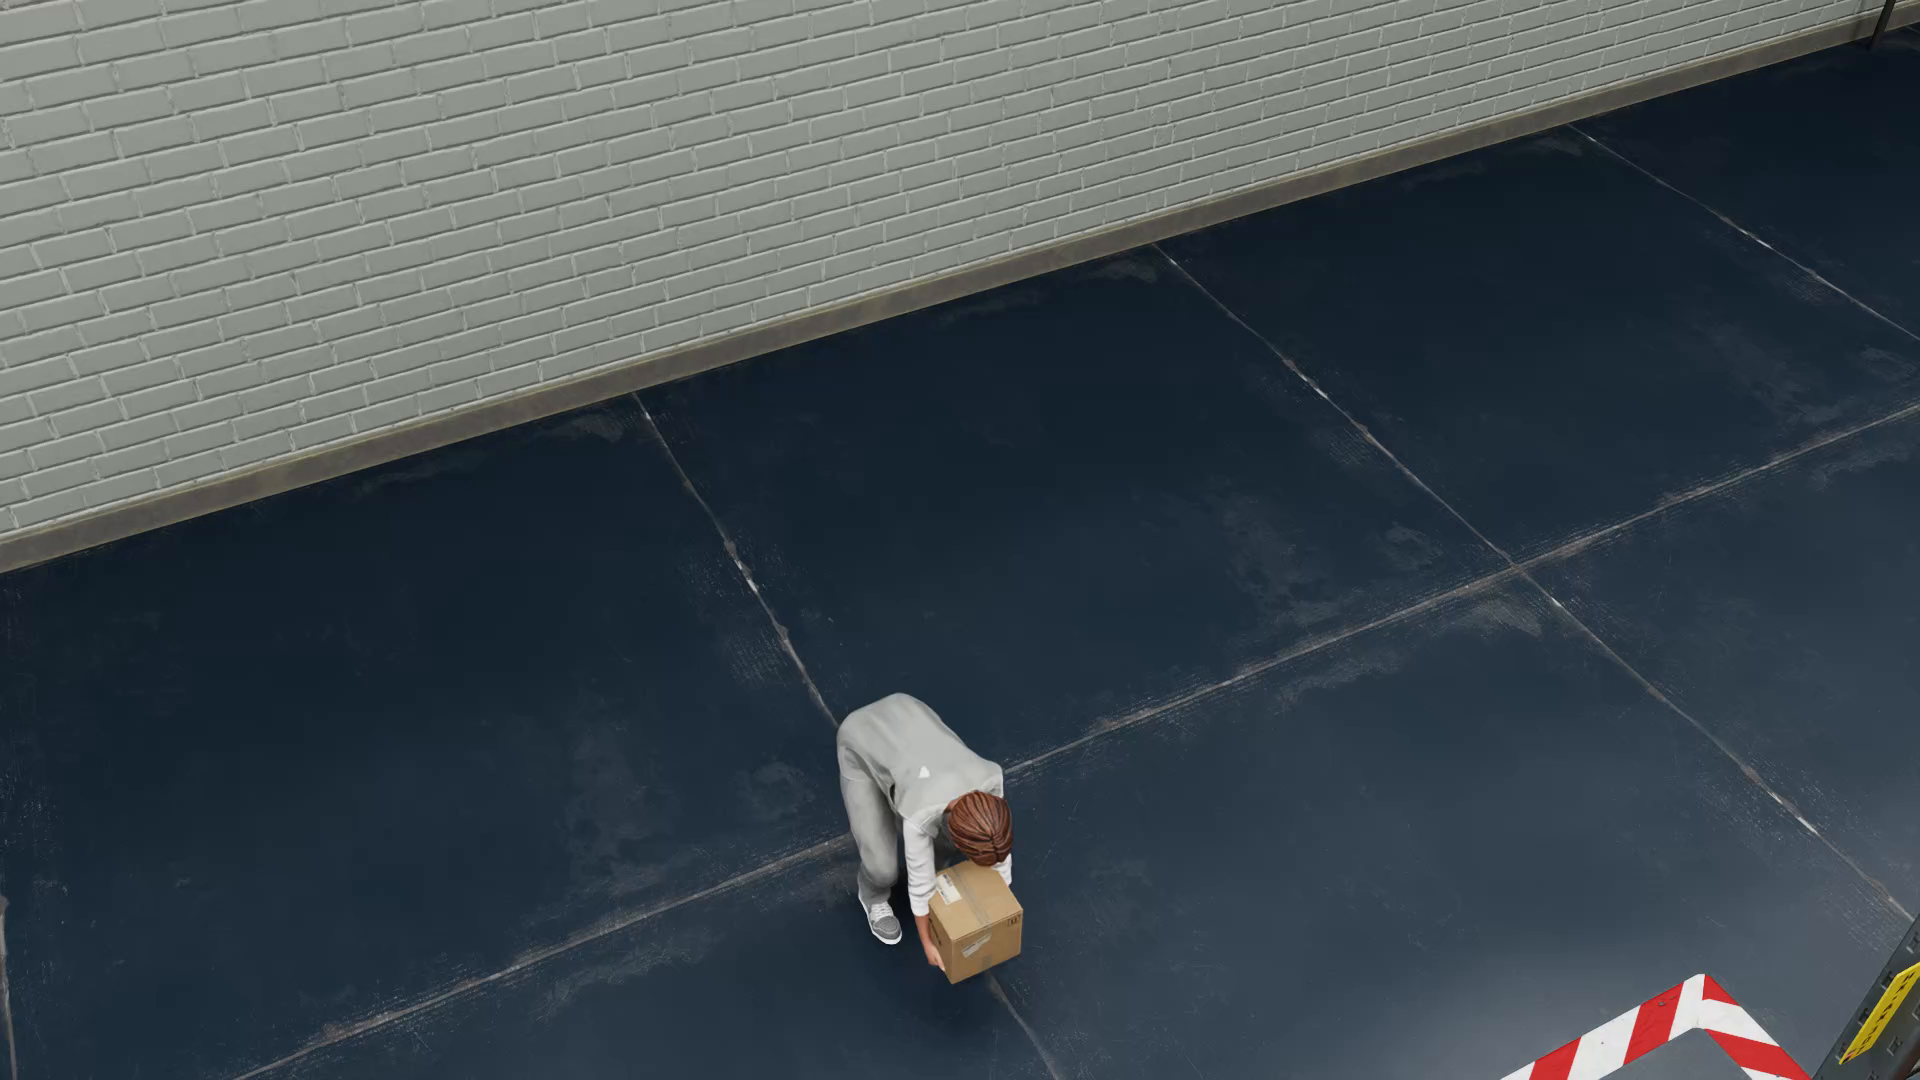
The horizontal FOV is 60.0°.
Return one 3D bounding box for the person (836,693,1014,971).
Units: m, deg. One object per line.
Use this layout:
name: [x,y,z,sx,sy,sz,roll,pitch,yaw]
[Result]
person: [-0.100,1.004,5.453,0.411,1.055,0.853,-21,46,-22]
